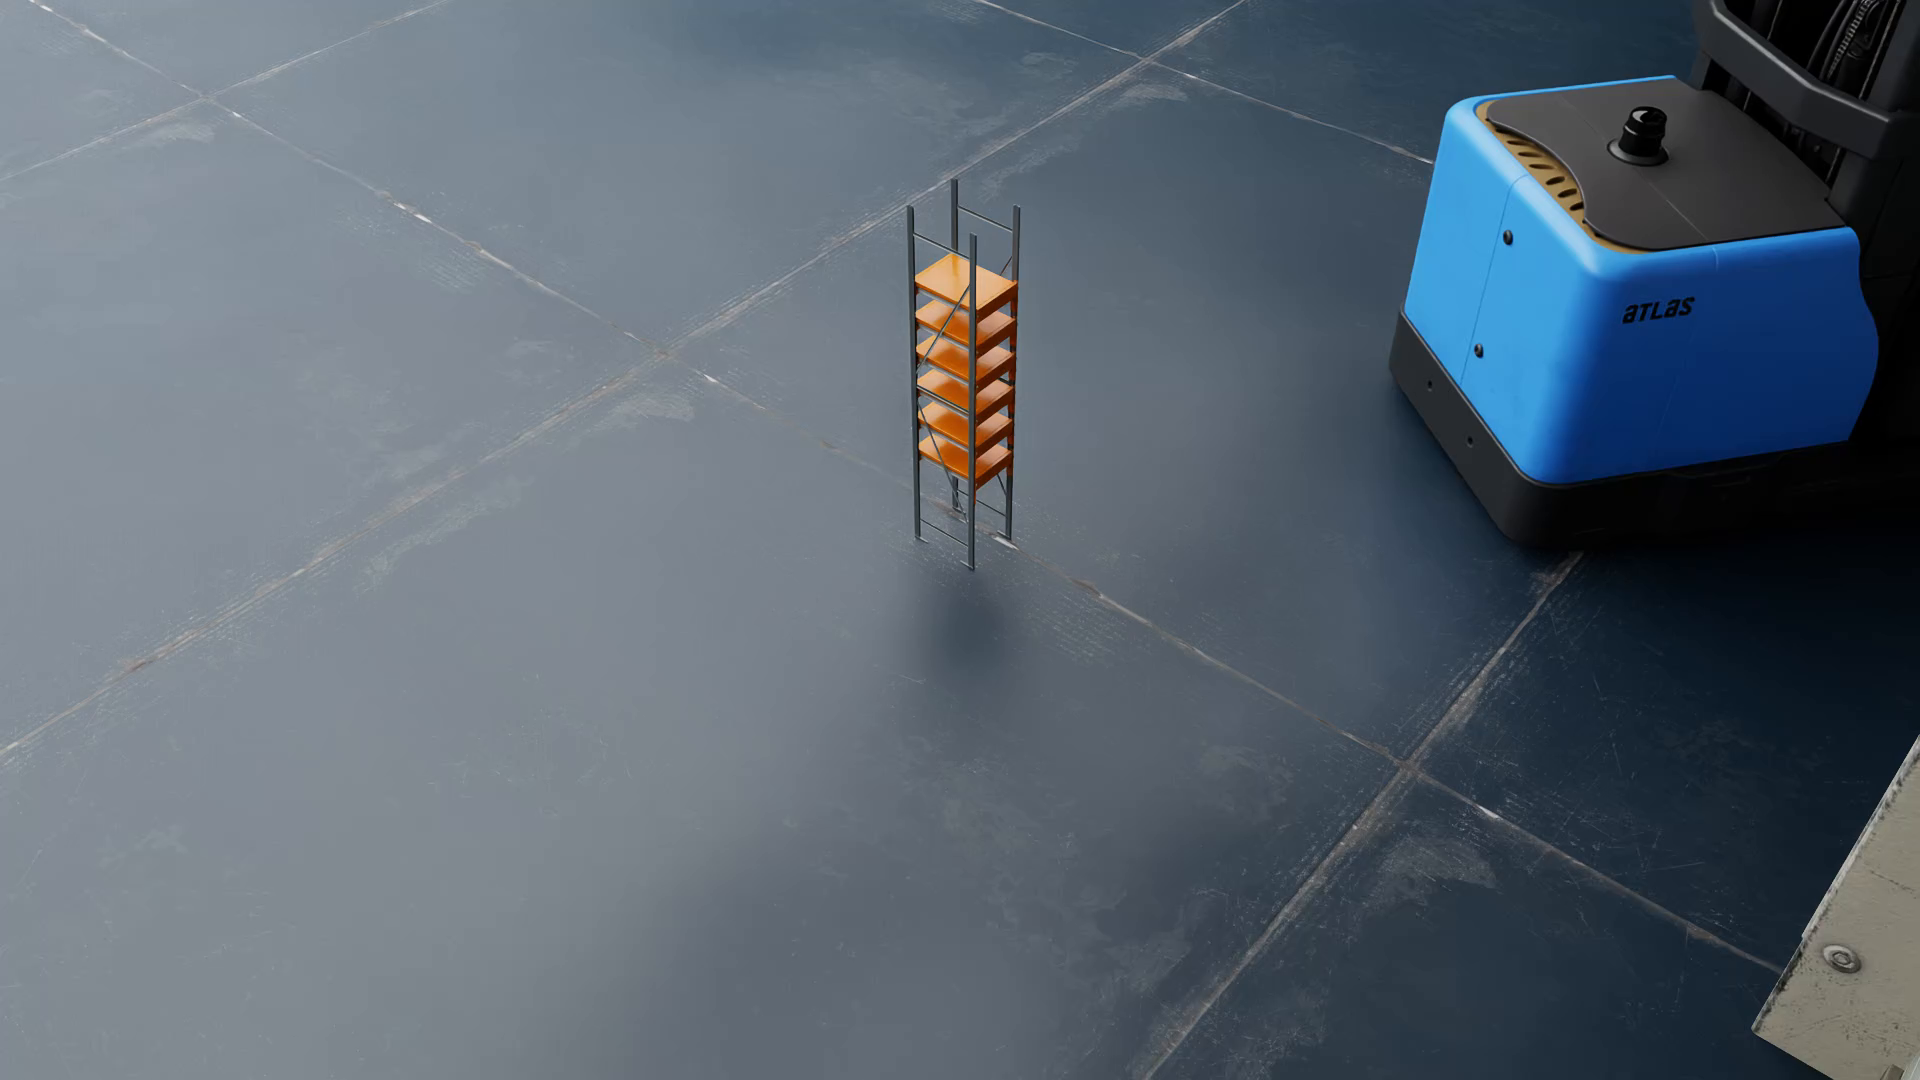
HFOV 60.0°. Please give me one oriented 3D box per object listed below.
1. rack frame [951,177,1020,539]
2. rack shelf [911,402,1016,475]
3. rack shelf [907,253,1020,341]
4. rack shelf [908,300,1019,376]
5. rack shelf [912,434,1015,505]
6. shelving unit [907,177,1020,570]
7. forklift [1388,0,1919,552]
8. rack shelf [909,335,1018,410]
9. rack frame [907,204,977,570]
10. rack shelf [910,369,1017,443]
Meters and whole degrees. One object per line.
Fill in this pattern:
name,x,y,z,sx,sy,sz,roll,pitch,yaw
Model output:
rack frame,0.068,-0.499,4.906,0.240,1.200,0.006,29,50,28
rack shelf,0.009,-0.330,4.965,0.258,0.103,0.180,29,50,28
rack shelf,0.009,-0.685,4.642,0.258,0.103,0.180,29,50,28
rack shelf,0.009,-0.596,4.723,0.258,0.103,0.180,29,50,28
rack shelf,0.009,-0.241,5.046,0.258,0.103,0.180,29,50,28
shelving unit,0.009,-0.451,4.855,0.258,1.200,0.189,29,50,28
forklift,3.066,-1.563,4.790,3.031,2.935,1.130,-9,43,-9
rack shelf,0.009,-0.507,4.804,0.258,0.103,0.180,29,50,28
rack frame,-0.050,-0.404,4.803,0.240,1.200,0.006,29,50,28
rack shelf,0.009,-0.419,4.884,0.258,0.103,0.180,29,50,28
